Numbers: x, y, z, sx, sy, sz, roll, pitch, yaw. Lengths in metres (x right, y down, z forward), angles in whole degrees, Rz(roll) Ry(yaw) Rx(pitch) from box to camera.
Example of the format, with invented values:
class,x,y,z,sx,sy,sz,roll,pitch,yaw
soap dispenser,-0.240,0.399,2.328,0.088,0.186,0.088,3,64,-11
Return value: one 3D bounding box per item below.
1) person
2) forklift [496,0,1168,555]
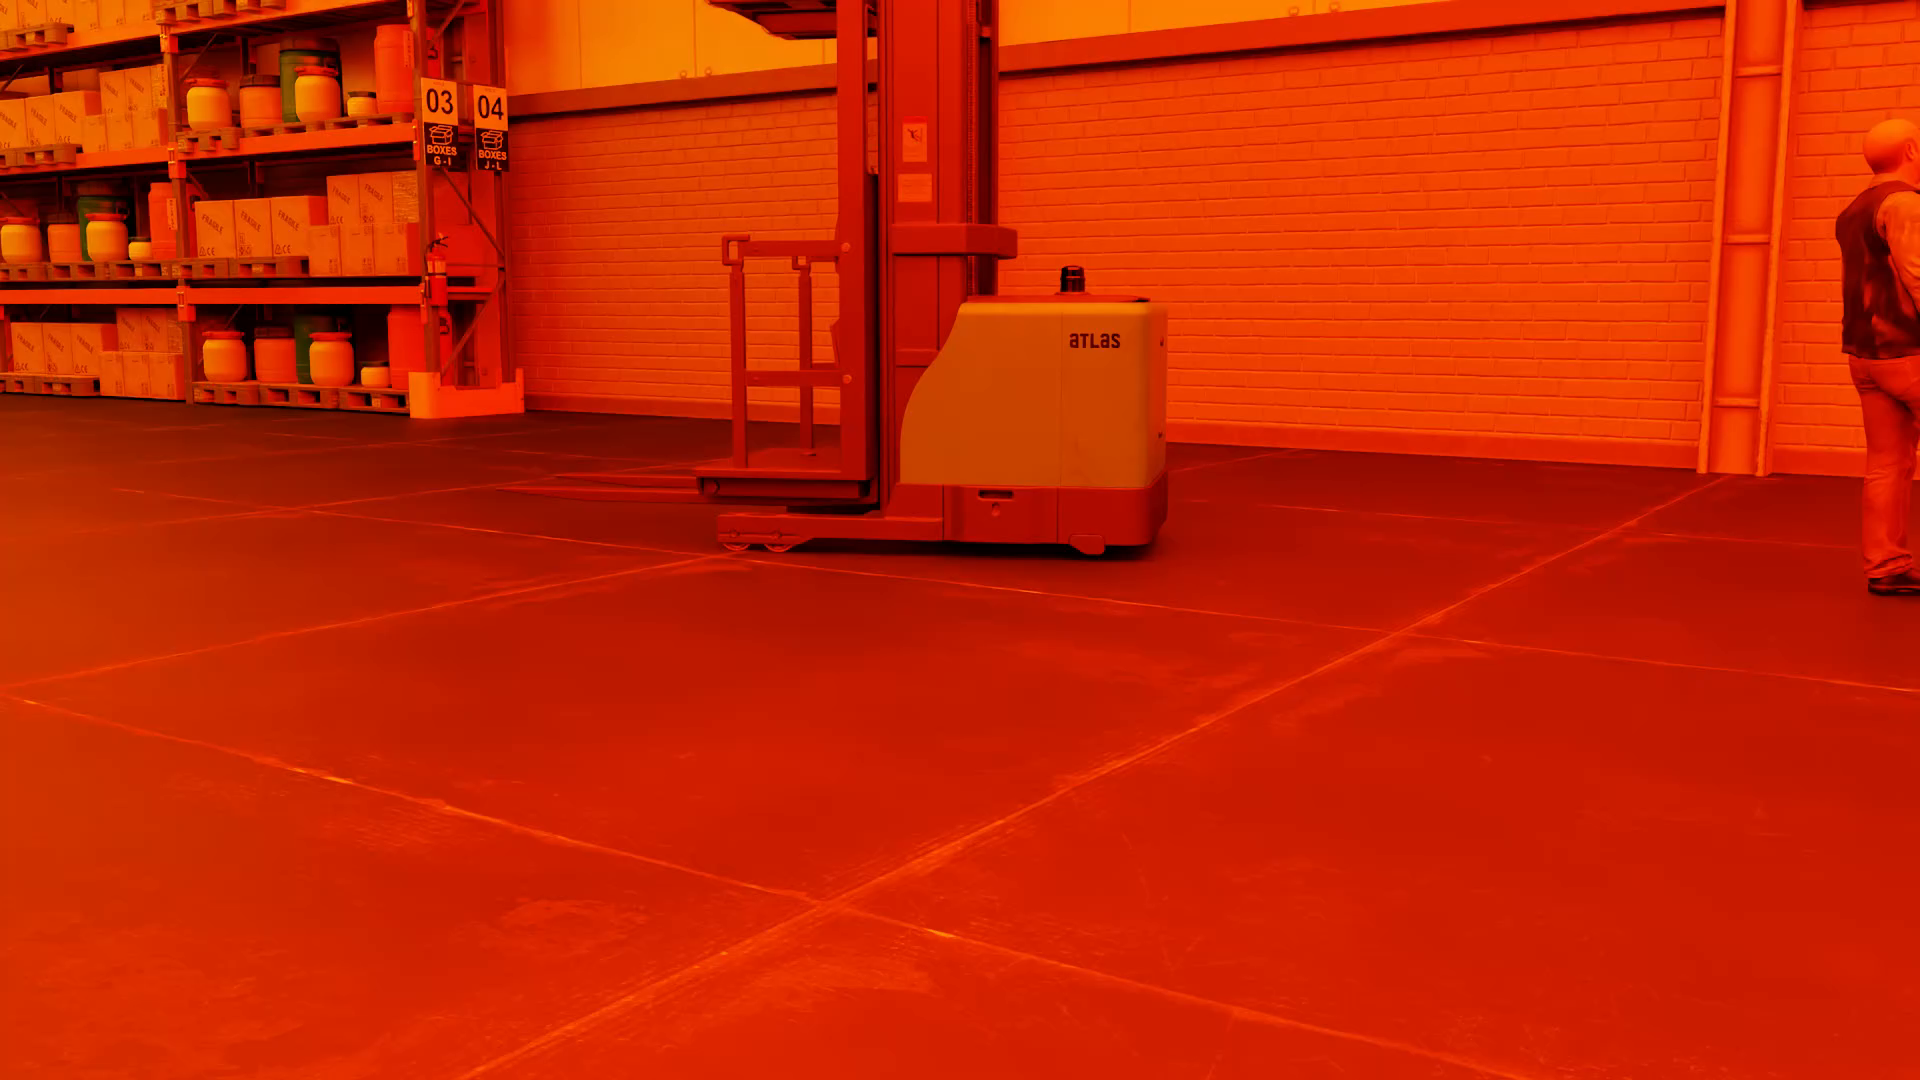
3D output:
class,x,y,z,sx,sy,sz,roll,pitch,yaw
person,3.498,-0.653,6.040,0.578,1.718,0.634,0,8,3
forklift,-0.596,-1.469,7.520,3.031,2.935,1.130,2,8,12
